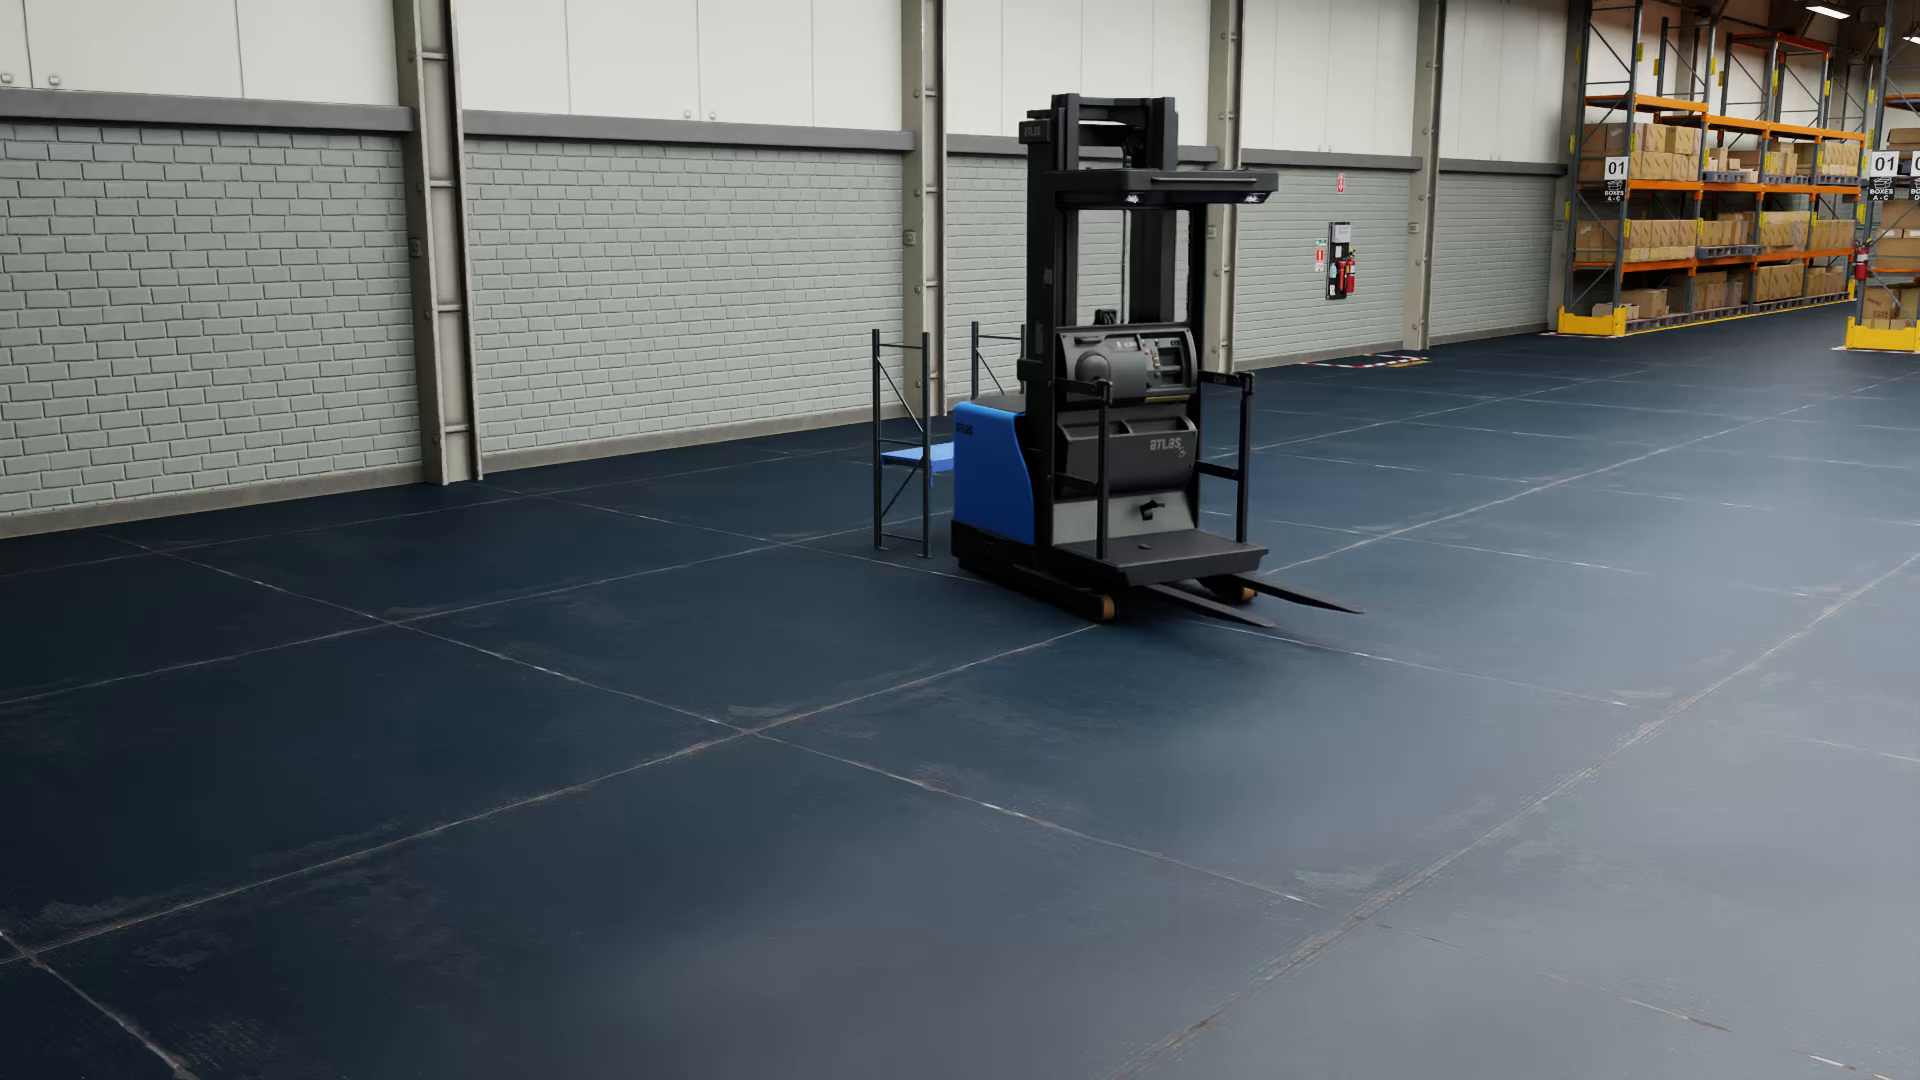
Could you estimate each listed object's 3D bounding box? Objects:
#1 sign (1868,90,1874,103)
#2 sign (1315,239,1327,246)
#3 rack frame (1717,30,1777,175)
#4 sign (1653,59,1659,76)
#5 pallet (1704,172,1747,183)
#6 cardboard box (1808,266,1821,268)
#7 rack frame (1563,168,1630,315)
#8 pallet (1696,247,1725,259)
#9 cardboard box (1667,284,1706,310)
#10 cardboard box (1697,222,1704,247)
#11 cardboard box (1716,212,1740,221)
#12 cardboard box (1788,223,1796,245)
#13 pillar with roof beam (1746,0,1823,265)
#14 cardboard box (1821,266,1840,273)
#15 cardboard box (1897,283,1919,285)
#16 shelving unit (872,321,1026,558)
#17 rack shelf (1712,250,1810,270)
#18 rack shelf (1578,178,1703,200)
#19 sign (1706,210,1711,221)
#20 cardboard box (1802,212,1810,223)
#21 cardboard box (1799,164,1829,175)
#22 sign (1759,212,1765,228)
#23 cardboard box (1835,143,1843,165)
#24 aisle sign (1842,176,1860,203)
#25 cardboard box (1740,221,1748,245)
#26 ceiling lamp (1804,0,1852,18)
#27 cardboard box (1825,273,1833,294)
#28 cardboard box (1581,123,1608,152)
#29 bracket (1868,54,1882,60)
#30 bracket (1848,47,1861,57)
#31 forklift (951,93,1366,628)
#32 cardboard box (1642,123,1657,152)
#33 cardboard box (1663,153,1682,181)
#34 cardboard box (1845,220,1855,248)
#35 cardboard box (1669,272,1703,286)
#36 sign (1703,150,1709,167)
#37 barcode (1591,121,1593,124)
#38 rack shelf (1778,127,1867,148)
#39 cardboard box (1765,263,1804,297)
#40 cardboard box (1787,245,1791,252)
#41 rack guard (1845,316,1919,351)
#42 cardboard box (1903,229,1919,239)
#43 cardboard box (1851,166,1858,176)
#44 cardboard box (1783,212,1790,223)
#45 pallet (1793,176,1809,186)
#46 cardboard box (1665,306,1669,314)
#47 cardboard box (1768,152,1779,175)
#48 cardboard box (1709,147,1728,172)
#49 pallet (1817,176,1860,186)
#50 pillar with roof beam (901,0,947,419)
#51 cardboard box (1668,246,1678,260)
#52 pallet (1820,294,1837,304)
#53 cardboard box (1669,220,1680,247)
[{"bbox_3d":[22.640,-11.020,41.324,0.100,0.325,0.005,10,15,40],"label":"sign"},{"bbox_3d":[5.439,-4.482,25.048,0.001,0.109,0.331,10,15,40],"label":"sign"},{"bbox_3d":[16.961,-9.419,35.892,1.000,3.000,0.127,10,15,40],"label":"rack frame"},{"bbox_3d":[13.900,-9.437,33.193,0.100,0.325,0.005,10,15,40],"label":"sign"},{"bbox_3d":[15.490,-7.497,34.409,1.213,0.211,1.003,10,15,40],"label":"pallet"},{"bbox_3d":[21.288,-6.769,41.596,0.380,0.149,0.250,10,15,41],"label":"cardboard box"},{"bbox_3d":[11.680,-5.300,30.587,1.000,3.000,0.127,10,15,40],"label":"rack frame"},{"bbox_3d":[14.934,-5.888,34.021,1.003,0.211,1.213,10,15,40],"label":"pallet"},{"bbox_3d":[15.097,-5.071,34.701,0.700,0.500,0.500,9,15,39],"label":"cardboard box"},{"bbox_3d":[14.682,-6.223,33.833,0.700,0.500,0.500,10,15,41],"label":"cardboard box"},{"bbox_3d":[17.066,-7.149,36.867,0.500,0.250,0.500,10,15,42],"label":"cardboard box"},{"bbox_3d":[18.819,-7.020,38.135,0.500,0.500,0.500,10,15,40],"label":"cardboard box"},{"bbox_3d":[22.648,-9.665,37.127,9.100,9.000,0.548,10,15,40],"label":"pillar with roof beam"},{"bbox_3d":[21.739,-6.756,41.531,0.380,0.149,0.250,10,15,42],"label":"cardboard box"},{"bbox_3d":[17.179,-4.371,29.972,0.500,0.500,0.500,10,15,40],"label":"cardboard box"},{"bbox_3d":[-0.056,-0.723,11.501,0.538,1.500,1.048,10,15,40],"label":"shelving unit"},{"bbox_3d":[18.281,-6.418,38.023,1.077,0.370,4.000,10,15,40],"label":"rack shelf"},{"bbox_3d":[13.000,-6.712,31.837,1.077,0.370,4.000,10,15,40],"label":"rack shelf"},{"bbox_3d":[16.542,-7.116,36.723,0.100,0.325,0.005,10,15,40],"label":"sign"},{"bbox_3d":[19.485,-7.536,38.802,0.500,0.250,0.500,10,15,42],"label":"cardboard box"},{"bbox_3d":[20.256,-8.785,39.434,0.500,0.250,0.500,10,15,40],"label":"cardboard box"},{"bbox_3d":[17.375,-6.937,36.030,0.100,0.325,0.005,10,15,40],"label":"sign"},{"bbox_3d":[20.939,-9.304,40.116,0.500,0.500,0.500,10,15,41],"label":"cardboard box"},{"bbox_3d":[22.515,-8.900,41.977,0.394,0.787,0.004,10,15,40],"label":"aisle sign"},{"bbox_3d":[16.658,-6.671,36.074,0.700,0.500,0.500,8,14,34],"label":"cardboard box"},{"bbox_3d":[16.340,-11.310,30.458,0.800,3.185,2.000,10,15,40],"label":"ceiling lamp"},{"bbox_3d":[21.193,-6.370,41.256,0.700,0.500,0.500,9,14,39],"label":"cardboard box"},{"bbox_3d":[11.768,-7.417,30.670,0.500,0.500,0.500,11,15,43],"label":"cardboard box"},{"bbox_3d":[25.090,-13.147,45.368,0.076,0.066,3.189,10,15,40],"label":"bracket"},{"bbox_3d":[23.367,-12.763,43.446,0.235,0.232,0.430,10,15,40],"label":"bracket"},{"bbox_3d":[1.100,-1.072,9.597,1.130,2.935,3.031,-6,13,-29],"label":"forklift"},{"bbox_3d":[12.486,-7.412,30.646,0.500,0.500,0.500,10,15,40],"label":"cardboard box"},{"bbox_3d":[13.492,-7.152,31.899,0.500,0.500,0.500,9,14,38],"label":"cardboard box"},{"bbox_3d":[21.913,-7.724,41.961,0.980,0.700,0.700,11,16,43],"label":"cardboard box"},{"bbox_3d":[15.082,-5.422,34.541,0.500,0.250,0.500,9,15,39],"label":"cardboard box"},{"bbox_3d":[14.733,-7.544,32.843,0.100,0.325,0.005,10,15,40],"label":"sign"},{"bbox_3d":[11.773,-7.773,30.973,0.001,0.075,0.075,10,15,40],"label":"barcode"},{"bbox_3d":[20.922,-9.752,40.421,1.077,0.370,4.000,10,15,40],"label":"rack shelf"},{"bbox_3d":[19.270,-6.104,39.033,0.750,0.750,0.750,10,15,41],"label":"cardboard box"},{"bbox_3d":[18.896,-6.719,38.284,0.380,0.149,0.250,10,15,40],"label":"cardboard box"},{"bbox_3d":[15.388,-3.430,27.610,1.175,0.500,0.348,10,15,40],"label":"rack guard"},{"bbox_3d":[15.824,-5.057,27.459,0.380,0.149,0.250,10,15,40],"label":"cardboard box"},{"bbox_3d":[21.958,-9.164,41.331,0.500,0.250,0.500,10,15,42],"label":"cardboard box"},{"bbox_3d":[18.468,-7.312,37.680,0.500,0.250,0.500,9,15,39],"label":"cardboard box"},{"bbox_3d":[19.033,-8.301,38.444,0.805,0.209,1.217,9,14,38],"label":"pallet"},{"bbox_3d":[13.990,-4.632,33.354,0.380,0.166,0.250,7,14,33],"label":"cardboard box"},{"bbox_3d":[17.923,-8.456,37.351,0.700,0.500,0.500,11,16,43],"label":"cardboard box"},{"bbox_3d":[15.556,-7.866,34.448,0.500,0.500,0.500,9,14,38],"label":"cardboard box"},{"bbox_3d":[21.760,-8.971,41.534,1.003,0.211,1.213,10,15,40],"label":"pallet"},{"bbox_3d":[2.844,-5.251,15.029,9.100,9.000,0.400,10,15,40],"label":"pillar with roof beam"},{"bbox_3d":[13.580,-5.567,32.259,0.500,0.250,0.500,10,15,40],"label":"cardboard box"},{"bbox_3d":[20.967,-5.980,41.111,1.003,0.211,1.213,10,15,40],"label":"pallet"},{"bbox_3d":[13.575,-5.936,32.189,0.500,0.500,0.500,9,15,39],"label":"cardboard box"}]
